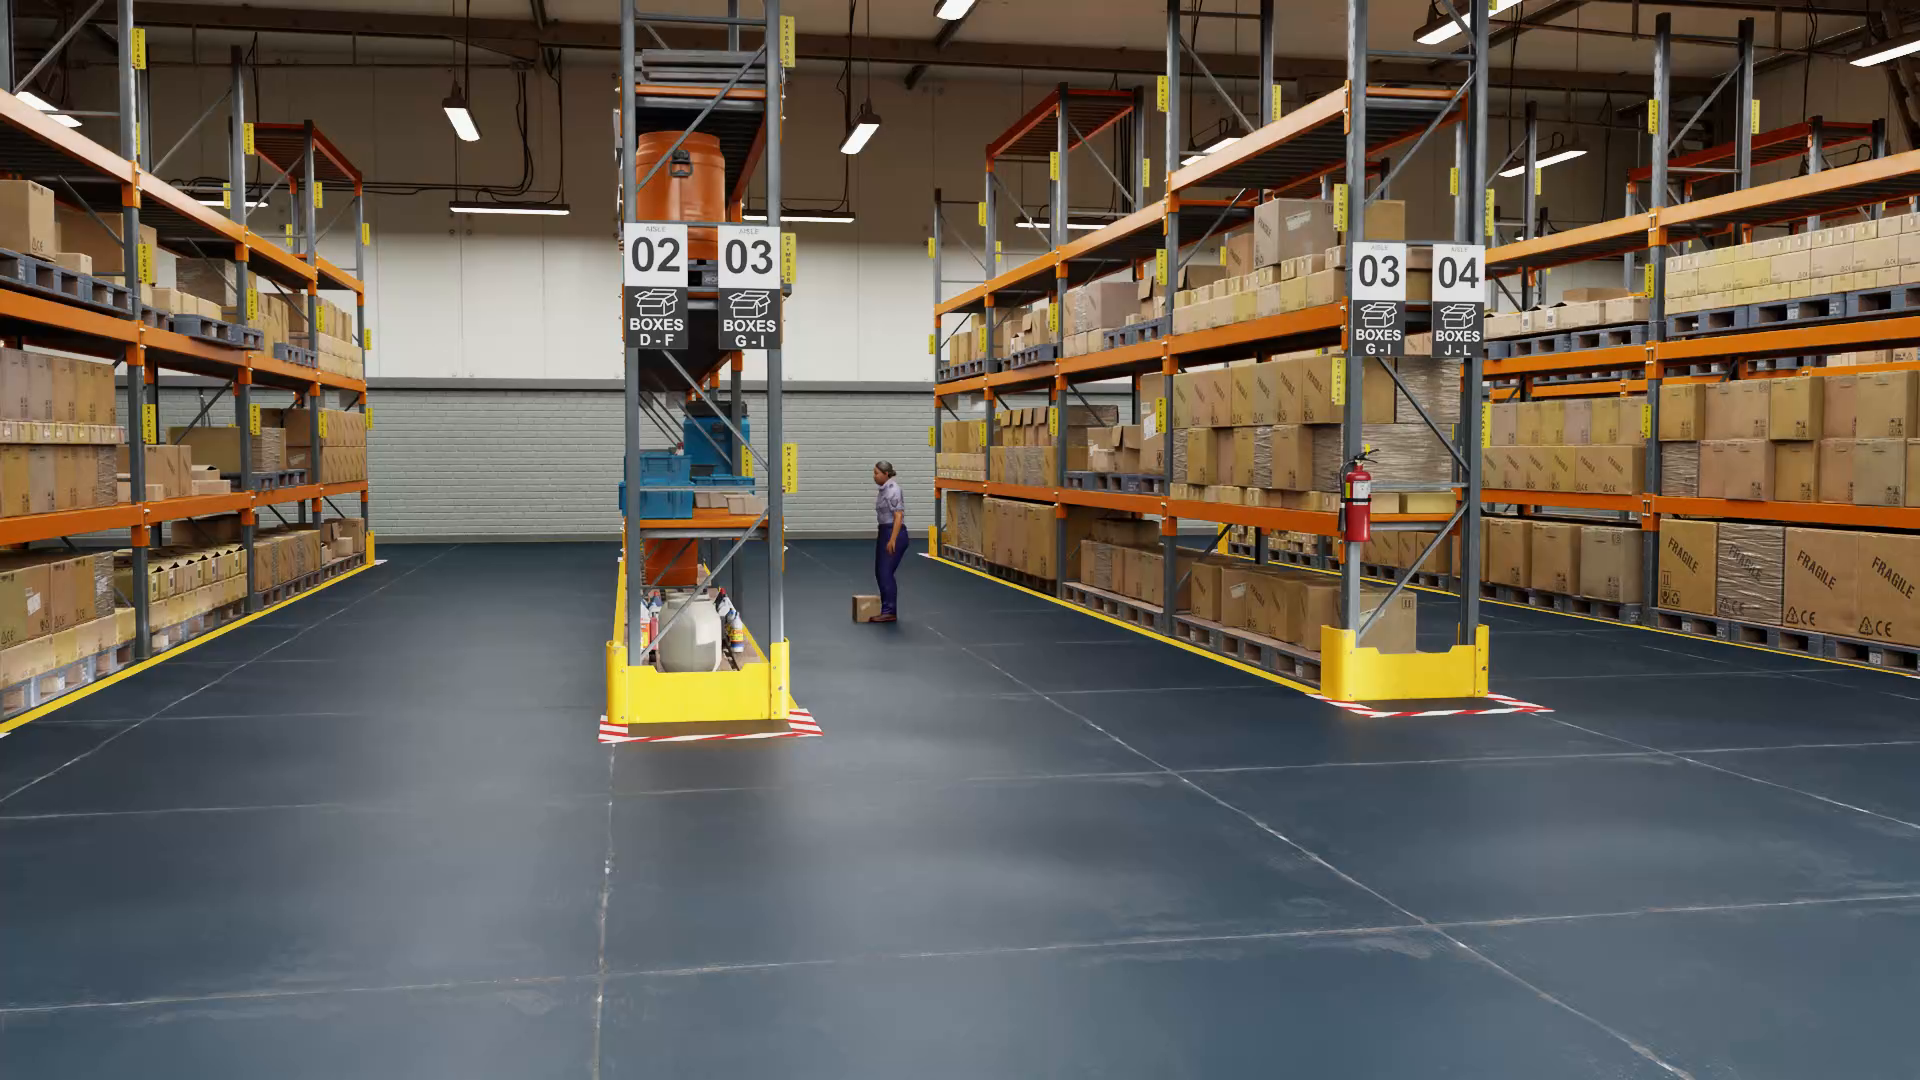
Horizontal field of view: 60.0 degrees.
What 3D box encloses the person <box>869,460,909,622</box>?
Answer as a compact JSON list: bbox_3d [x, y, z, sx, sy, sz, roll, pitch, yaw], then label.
[{"bbox_3d":[-0.758,0.005,17.121,0.426,1.651,0.560,-1,3,-15],"label":"person"}]
